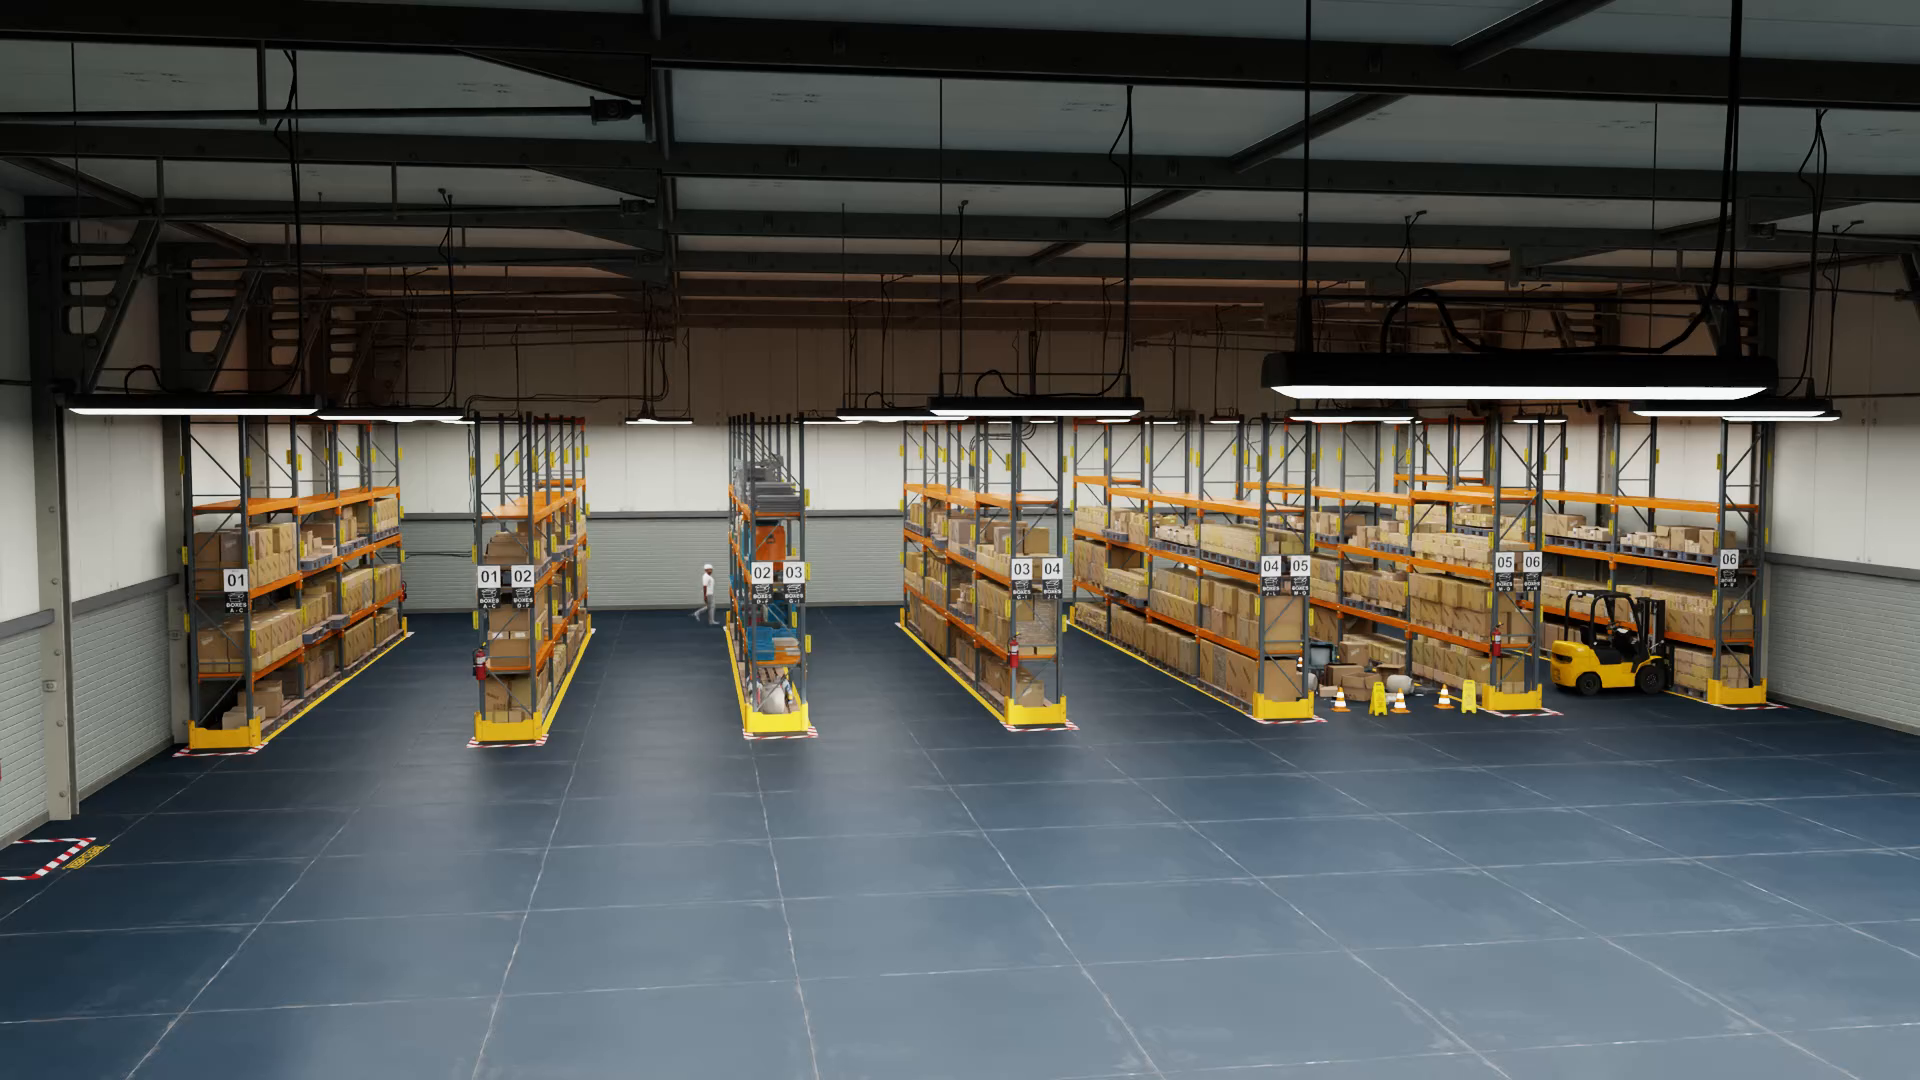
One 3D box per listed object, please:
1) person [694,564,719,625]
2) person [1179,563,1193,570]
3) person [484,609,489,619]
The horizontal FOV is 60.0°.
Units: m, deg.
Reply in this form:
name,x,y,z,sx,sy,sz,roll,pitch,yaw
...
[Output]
name,x,y,z,sx,sy,sz,roll,pitch,yaw
person,-7.329,1.573,48.029,0.740,1.749,0.546,-1,4,-13
person,6.994,1.333,51.699,0.457,1.814,0.555,-2,4,-28
person,-13.759,1.538,48.673,0.855,1.746,0.543,2,4,30
